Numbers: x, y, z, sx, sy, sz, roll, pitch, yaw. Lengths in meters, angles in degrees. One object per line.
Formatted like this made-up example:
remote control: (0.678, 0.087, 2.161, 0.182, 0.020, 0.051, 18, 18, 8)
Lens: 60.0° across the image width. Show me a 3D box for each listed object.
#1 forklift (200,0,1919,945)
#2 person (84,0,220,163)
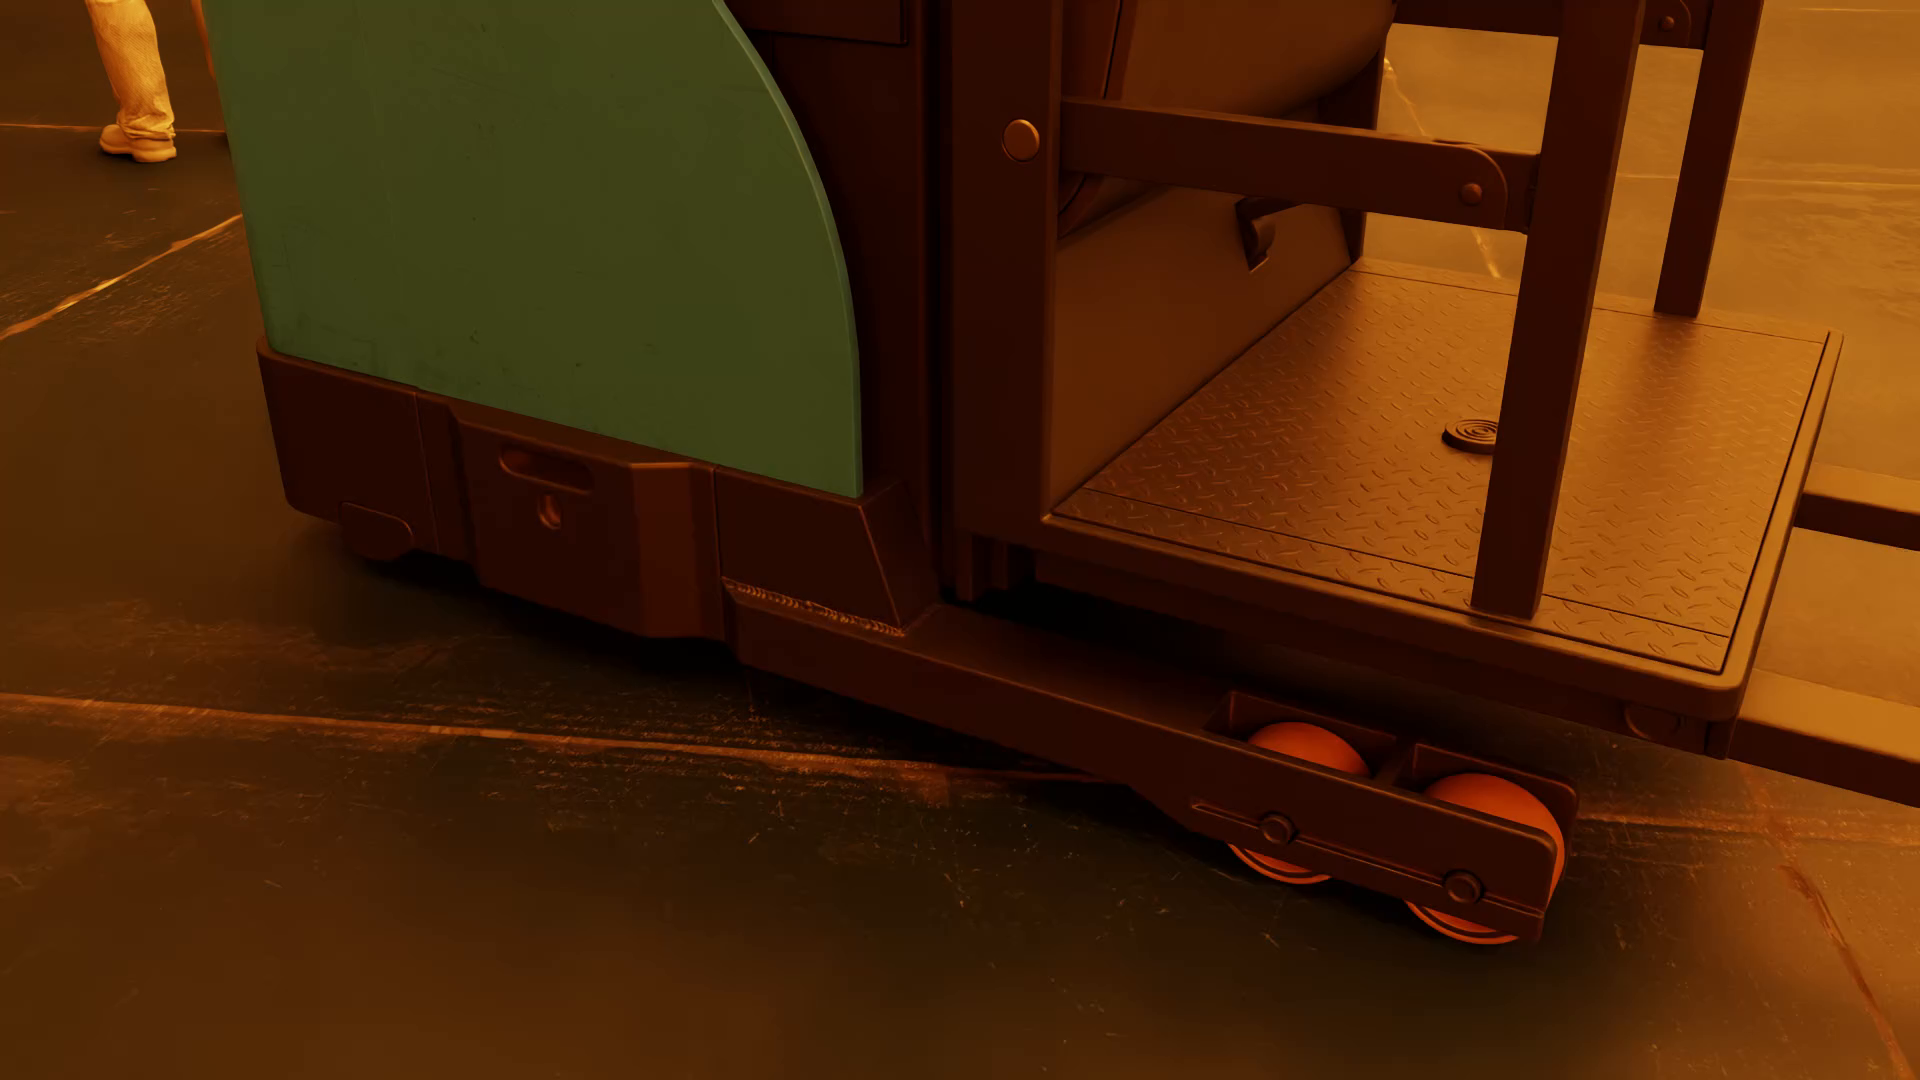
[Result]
forklift: (0.529, -1.176, 1.574, 3.031, 2.935, 1.130, 14, 30, 26)
person: (-2.199, -1.900, 4.347, 0.626, 1.755, 0.462, -22, 34, -37)
